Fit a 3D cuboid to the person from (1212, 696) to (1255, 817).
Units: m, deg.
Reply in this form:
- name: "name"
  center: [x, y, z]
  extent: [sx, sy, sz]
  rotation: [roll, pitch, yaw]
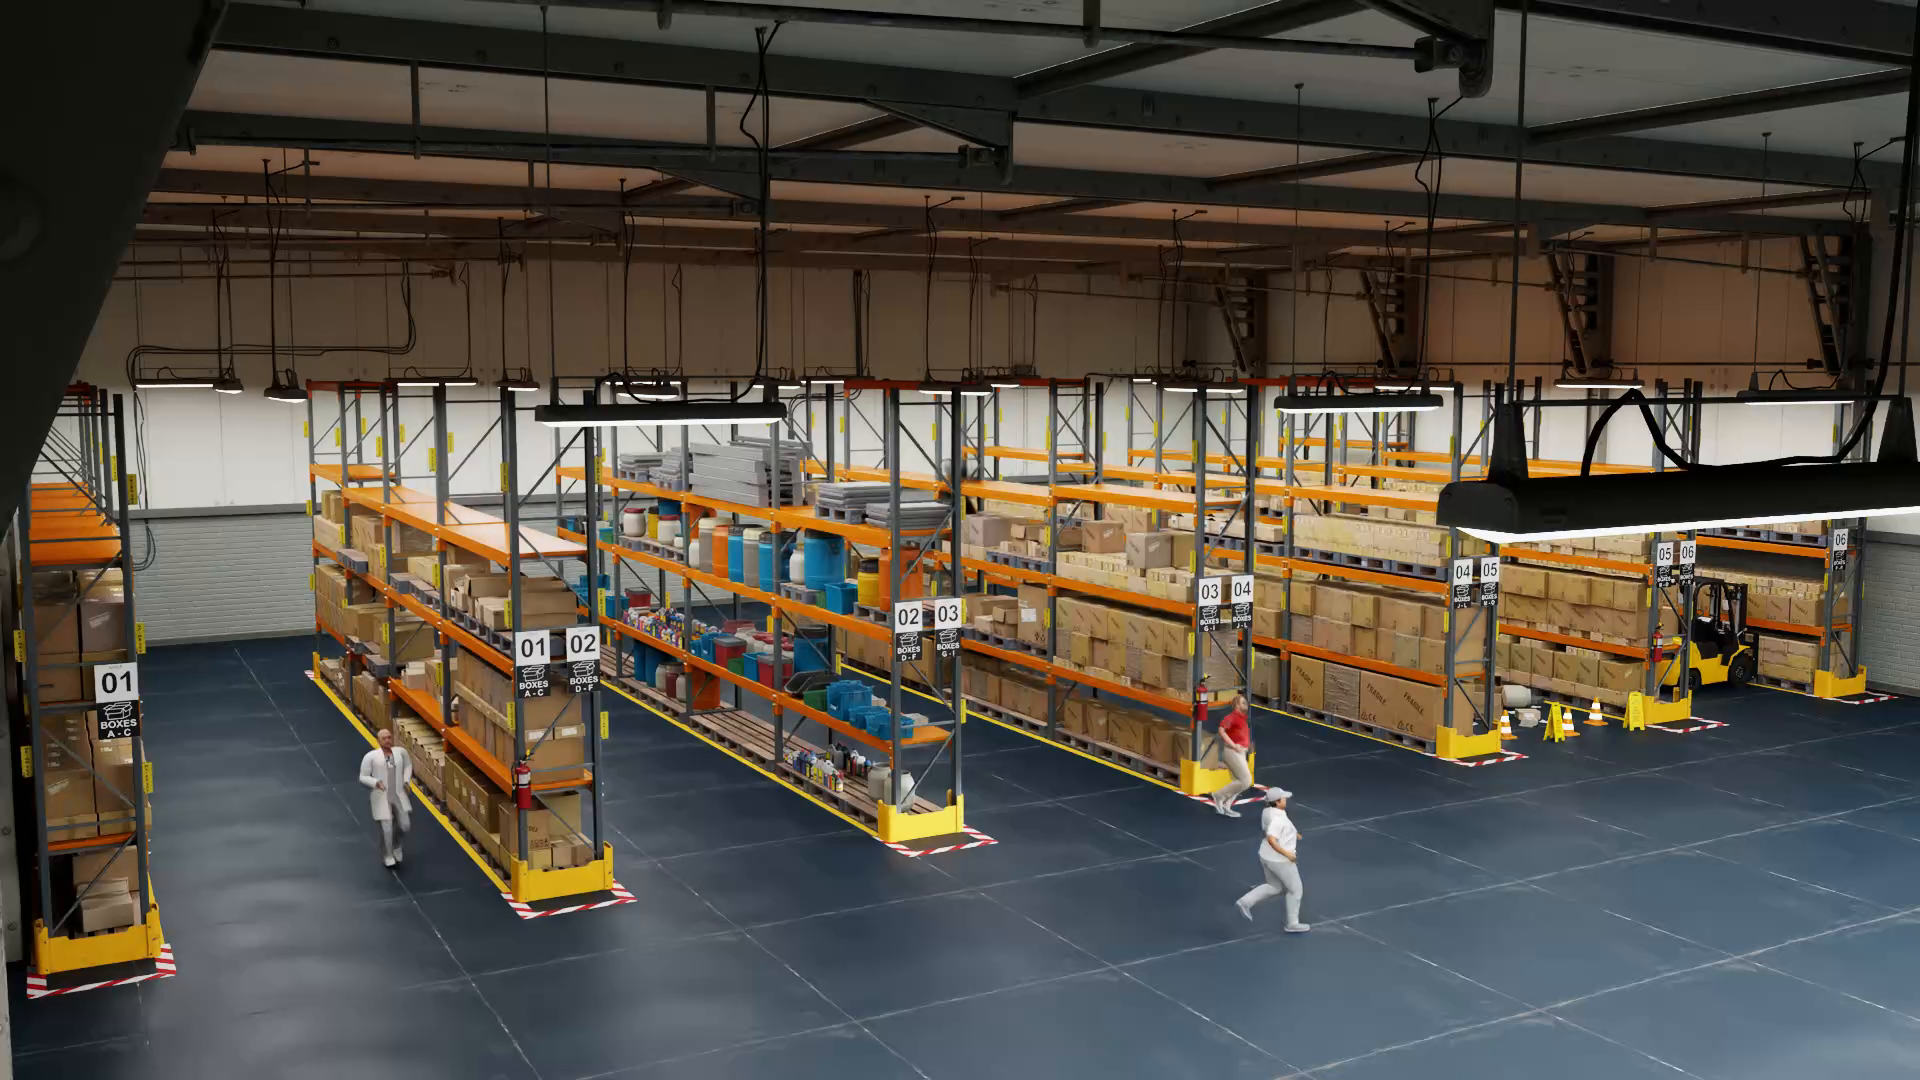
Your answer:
- name: "person"
  center: [3.864, 3.023, 23.356]
  extent: [0.553, 1.676, 0.666]
  rotation: [2, 6, 18]

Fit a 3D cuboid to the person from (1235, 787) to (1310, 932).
- name: "person"
  center: [3.504, 3.553, 18.497]
  extent: [0.823, 1.634, 0.620]
  rotation: [-1, 6, -8]

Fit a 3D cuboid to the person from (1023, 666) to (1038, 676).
- name: "person"
  center: [1.458, 1.993, 32.924]
  extent: [0.546, 1.758, 0.755]
  rotation: [-5, 8, -38]

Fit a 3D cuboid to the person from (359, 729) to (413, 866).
- name: "person"
  center: [-7.133, 3.242, 20.845]
  extent: [0.698, 1.733, 0.634]
  rotation: [-4, 7, -34]
